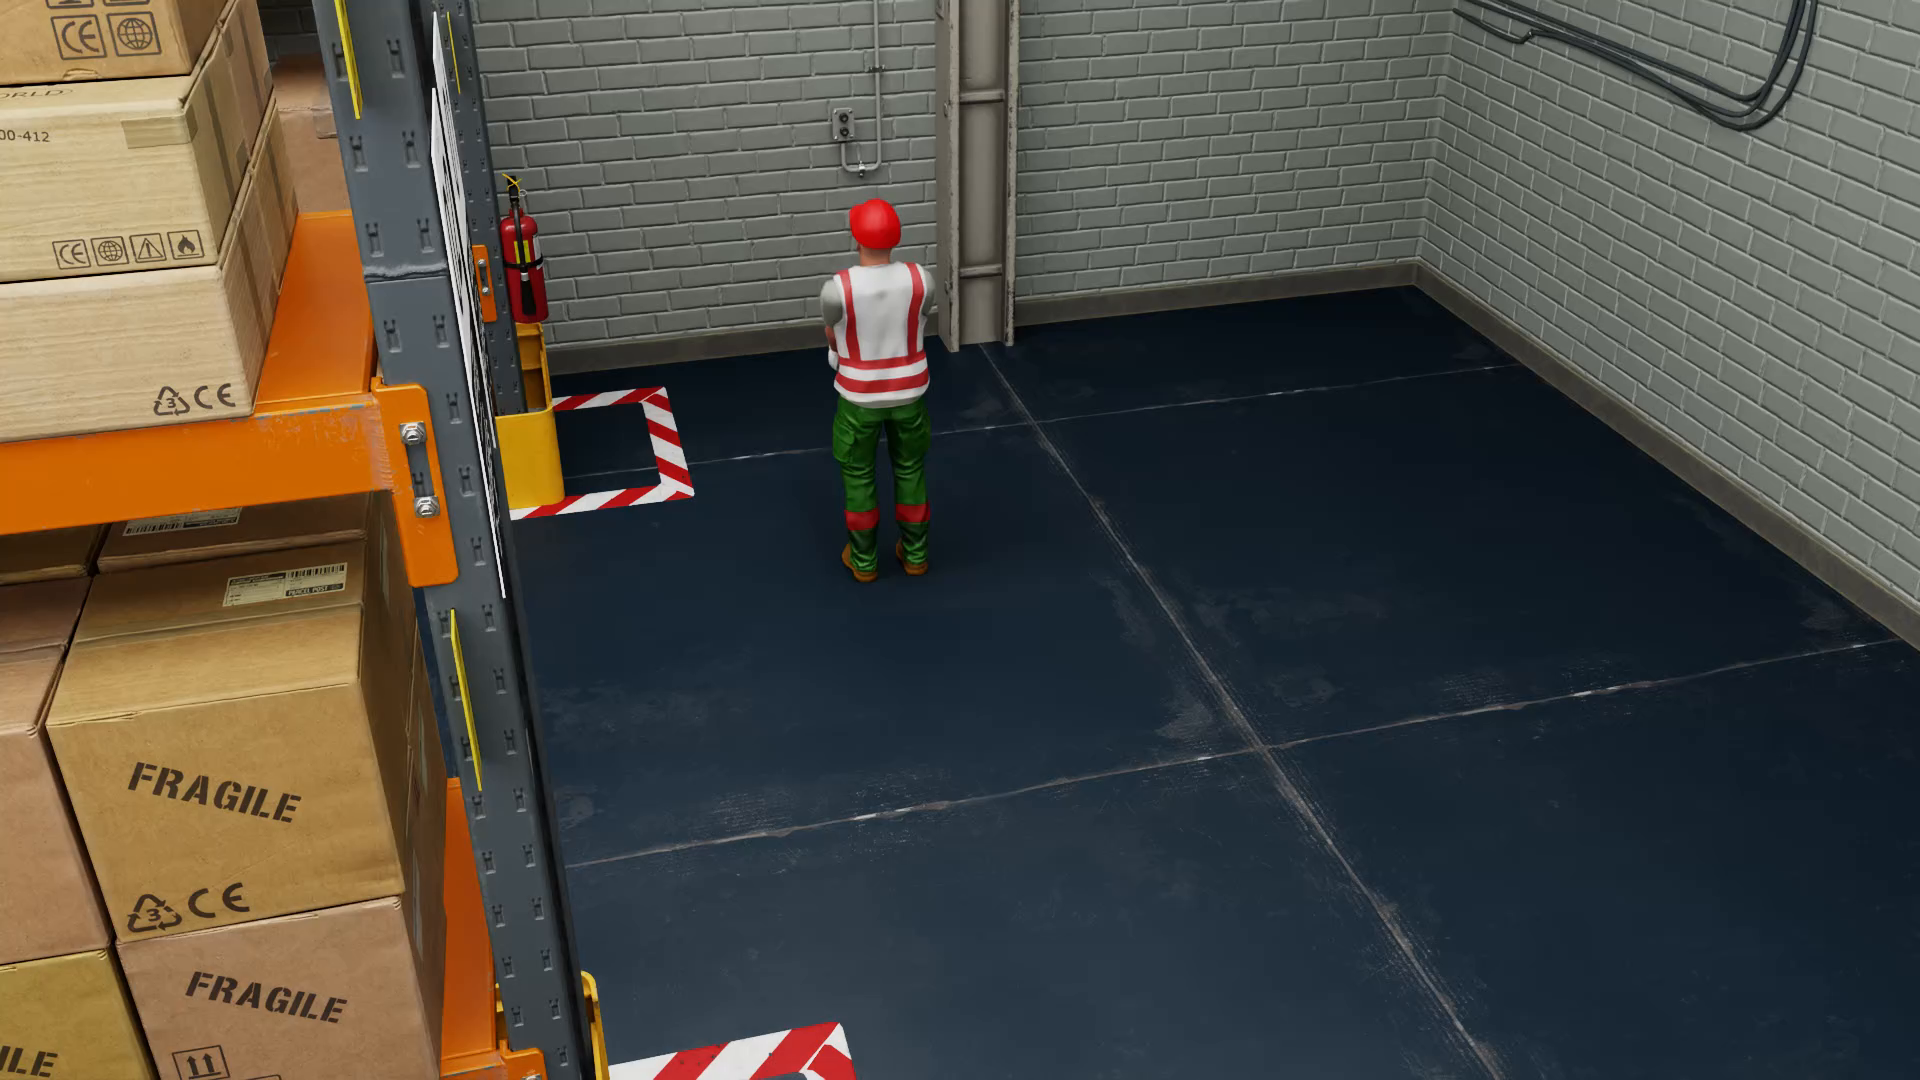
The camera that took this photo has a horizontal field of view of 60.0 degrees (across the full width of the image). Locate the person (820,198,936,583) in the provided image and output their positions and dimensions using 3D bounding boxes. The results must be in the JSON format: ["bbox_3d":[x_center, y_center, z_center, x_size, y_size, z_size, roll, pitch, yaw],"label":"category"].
[{"bbox_3d":[-0.374,-0.682,7.294,0.494,1.782,0.561,-7,31,-12],"label":"person"}]
